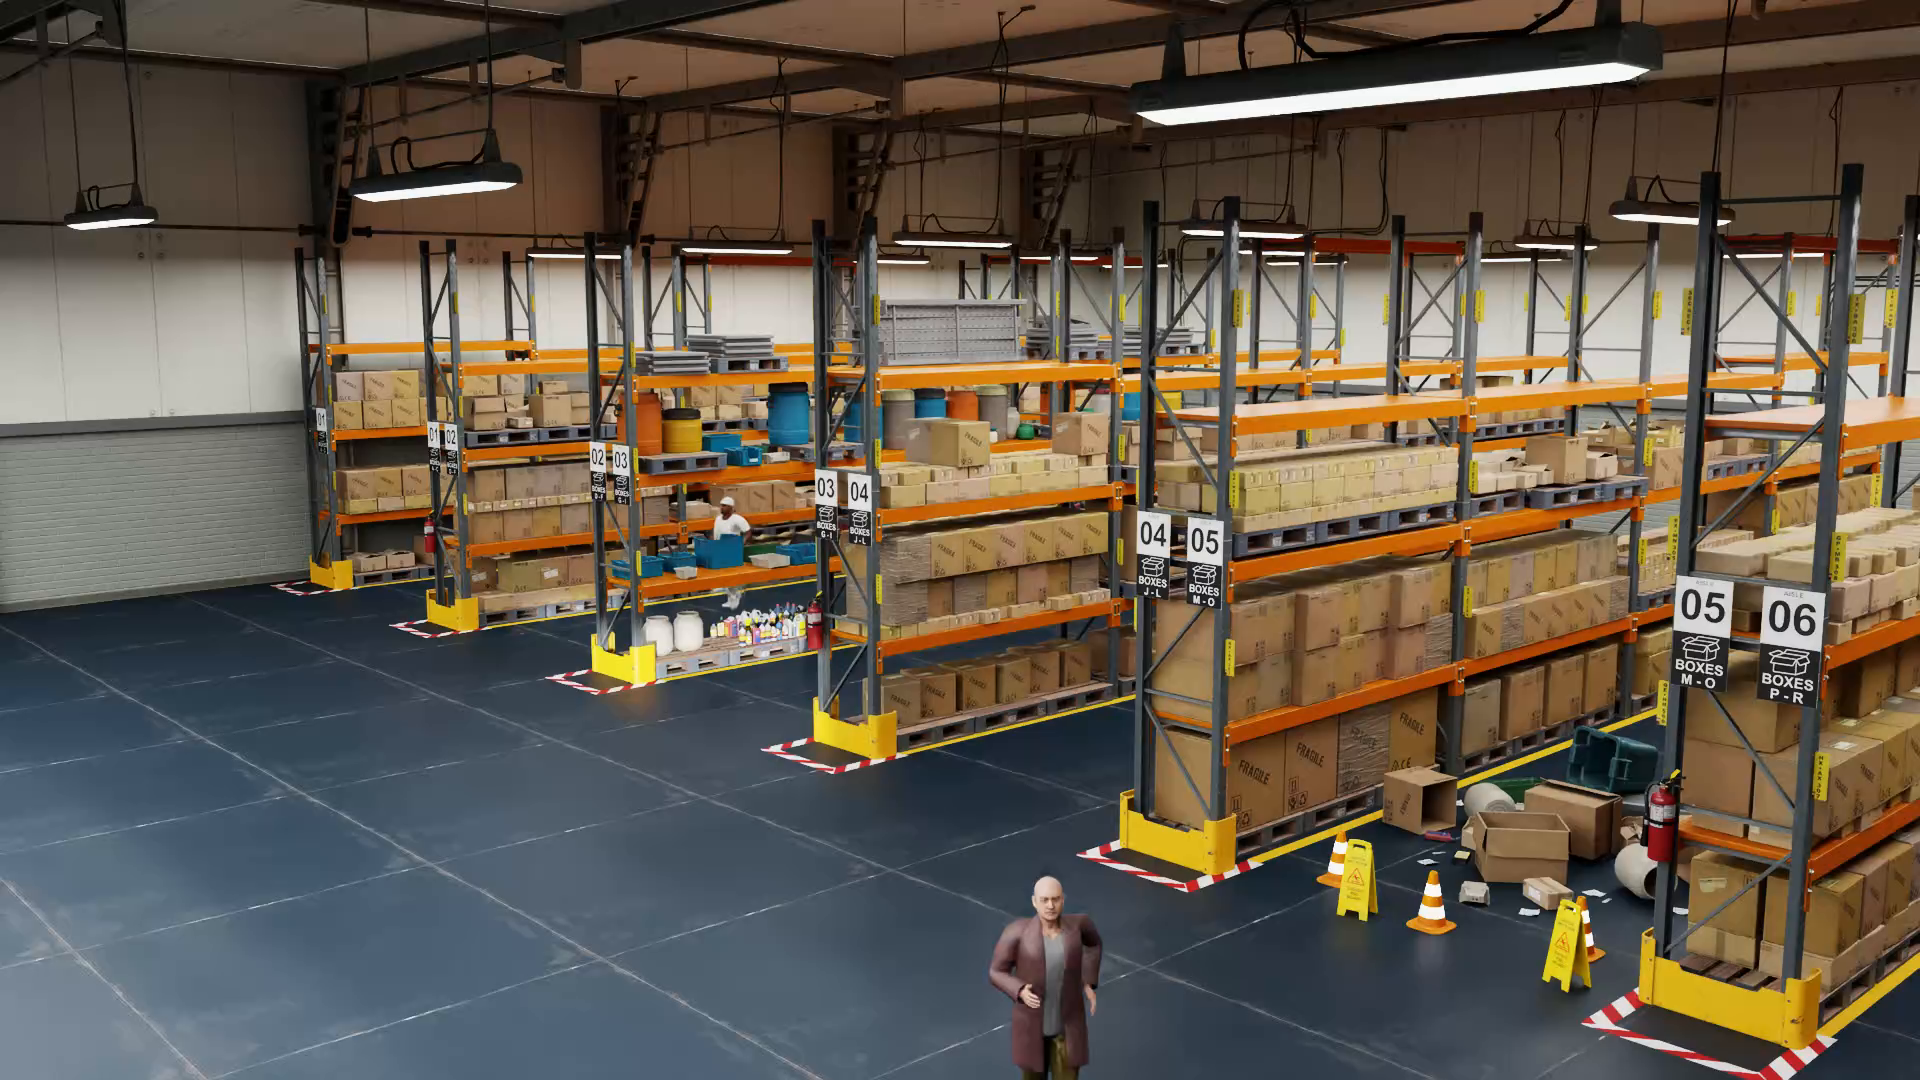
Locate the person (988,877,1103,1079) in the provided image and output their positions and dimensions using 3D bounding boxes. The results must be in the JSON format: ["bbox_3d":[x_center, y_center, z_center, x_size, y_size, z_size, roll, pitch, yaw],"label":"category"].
[{"bbox_3d":[0.519,2.854,9.796,0.710,1.768,1.049,-1,8,-4],"label":"person"}]

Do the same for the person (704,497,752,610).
[{"bbox_3d":[-3.678,0.222,26.007,0.686,1.786,0.597,7,11,38],"label":"person"}]

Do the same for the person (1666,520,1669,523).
[{"bbox_3d":[11.251,0.469,26.316,0.585,1.721,0.704,-7,11,-38],"label":"person"}]
